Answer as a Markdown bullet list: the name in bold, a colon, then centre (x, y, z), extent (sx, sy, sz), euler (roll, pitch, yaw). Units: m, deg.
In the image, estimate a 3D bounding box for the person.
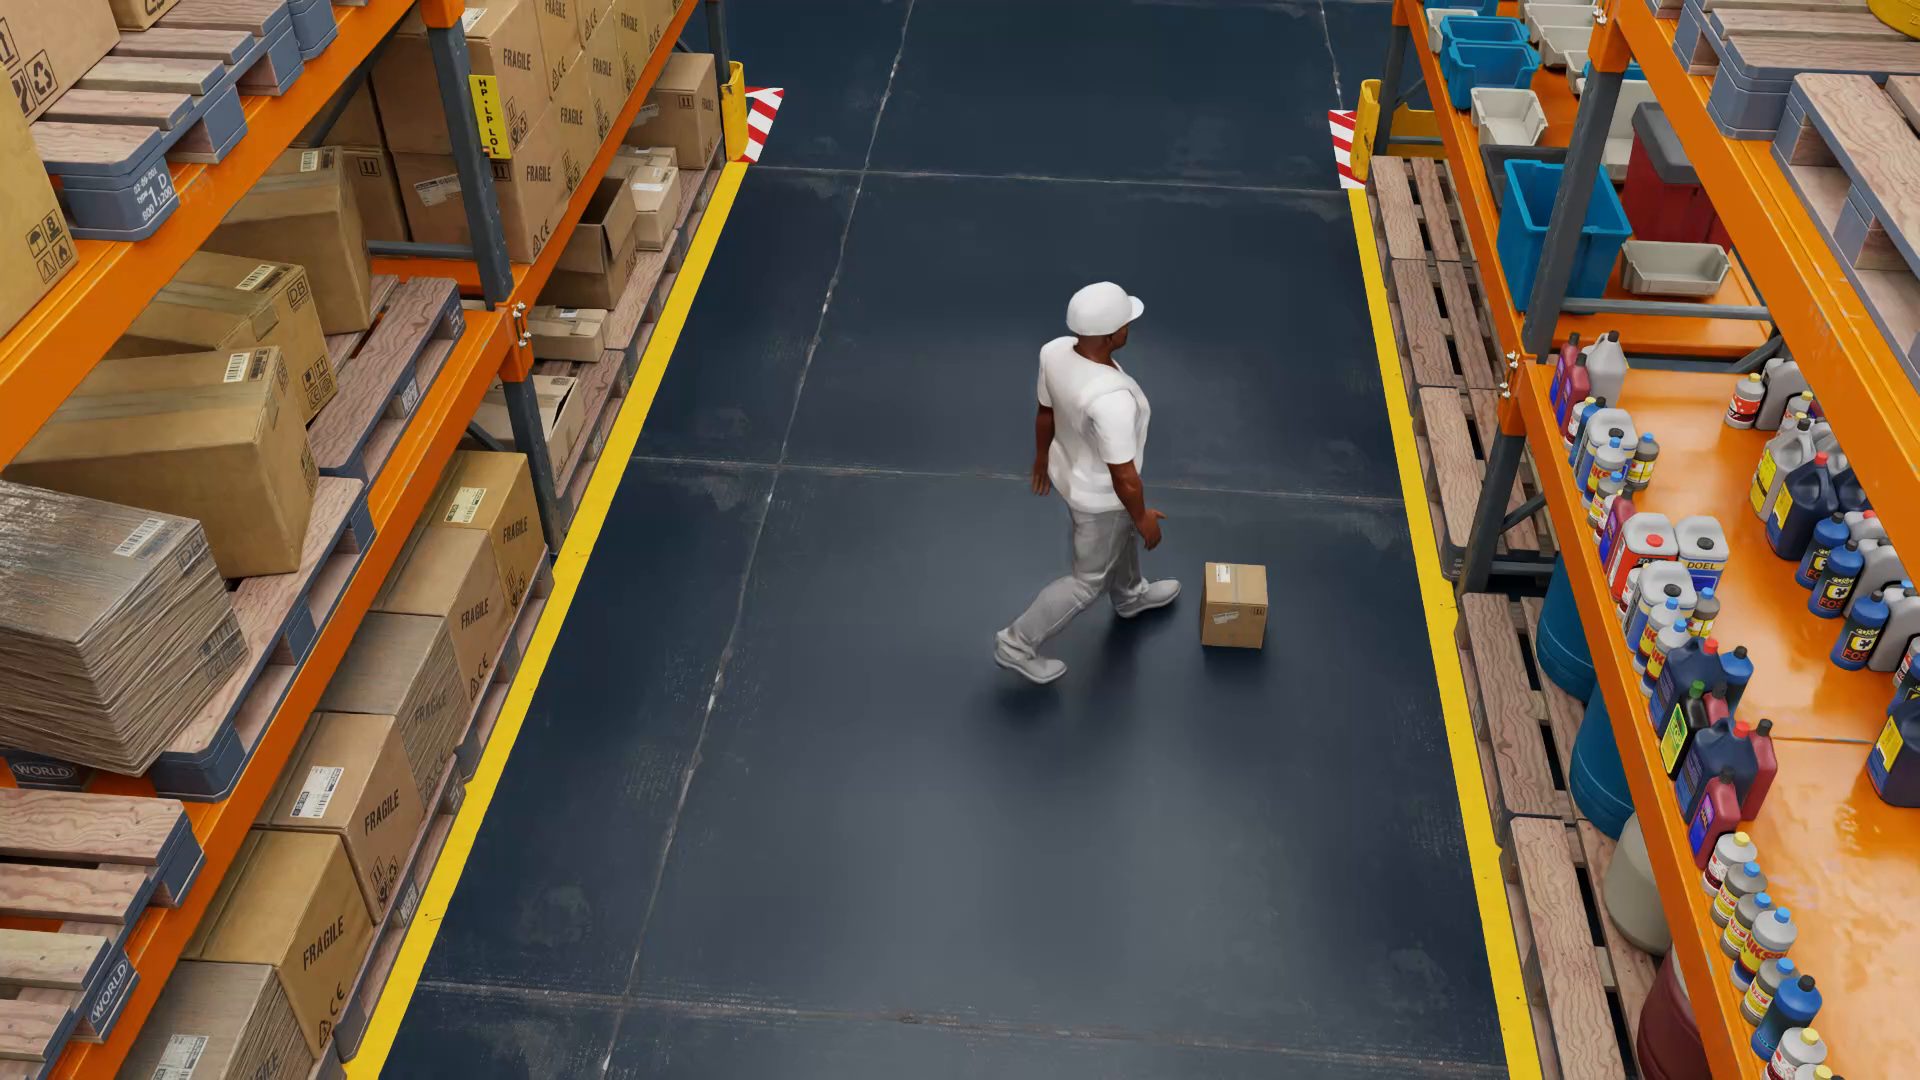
- **person**: centre (0.553, -0.231, 6.421), extent (0.943, 1.734, 0.598), euler (-12, 41, -15)
